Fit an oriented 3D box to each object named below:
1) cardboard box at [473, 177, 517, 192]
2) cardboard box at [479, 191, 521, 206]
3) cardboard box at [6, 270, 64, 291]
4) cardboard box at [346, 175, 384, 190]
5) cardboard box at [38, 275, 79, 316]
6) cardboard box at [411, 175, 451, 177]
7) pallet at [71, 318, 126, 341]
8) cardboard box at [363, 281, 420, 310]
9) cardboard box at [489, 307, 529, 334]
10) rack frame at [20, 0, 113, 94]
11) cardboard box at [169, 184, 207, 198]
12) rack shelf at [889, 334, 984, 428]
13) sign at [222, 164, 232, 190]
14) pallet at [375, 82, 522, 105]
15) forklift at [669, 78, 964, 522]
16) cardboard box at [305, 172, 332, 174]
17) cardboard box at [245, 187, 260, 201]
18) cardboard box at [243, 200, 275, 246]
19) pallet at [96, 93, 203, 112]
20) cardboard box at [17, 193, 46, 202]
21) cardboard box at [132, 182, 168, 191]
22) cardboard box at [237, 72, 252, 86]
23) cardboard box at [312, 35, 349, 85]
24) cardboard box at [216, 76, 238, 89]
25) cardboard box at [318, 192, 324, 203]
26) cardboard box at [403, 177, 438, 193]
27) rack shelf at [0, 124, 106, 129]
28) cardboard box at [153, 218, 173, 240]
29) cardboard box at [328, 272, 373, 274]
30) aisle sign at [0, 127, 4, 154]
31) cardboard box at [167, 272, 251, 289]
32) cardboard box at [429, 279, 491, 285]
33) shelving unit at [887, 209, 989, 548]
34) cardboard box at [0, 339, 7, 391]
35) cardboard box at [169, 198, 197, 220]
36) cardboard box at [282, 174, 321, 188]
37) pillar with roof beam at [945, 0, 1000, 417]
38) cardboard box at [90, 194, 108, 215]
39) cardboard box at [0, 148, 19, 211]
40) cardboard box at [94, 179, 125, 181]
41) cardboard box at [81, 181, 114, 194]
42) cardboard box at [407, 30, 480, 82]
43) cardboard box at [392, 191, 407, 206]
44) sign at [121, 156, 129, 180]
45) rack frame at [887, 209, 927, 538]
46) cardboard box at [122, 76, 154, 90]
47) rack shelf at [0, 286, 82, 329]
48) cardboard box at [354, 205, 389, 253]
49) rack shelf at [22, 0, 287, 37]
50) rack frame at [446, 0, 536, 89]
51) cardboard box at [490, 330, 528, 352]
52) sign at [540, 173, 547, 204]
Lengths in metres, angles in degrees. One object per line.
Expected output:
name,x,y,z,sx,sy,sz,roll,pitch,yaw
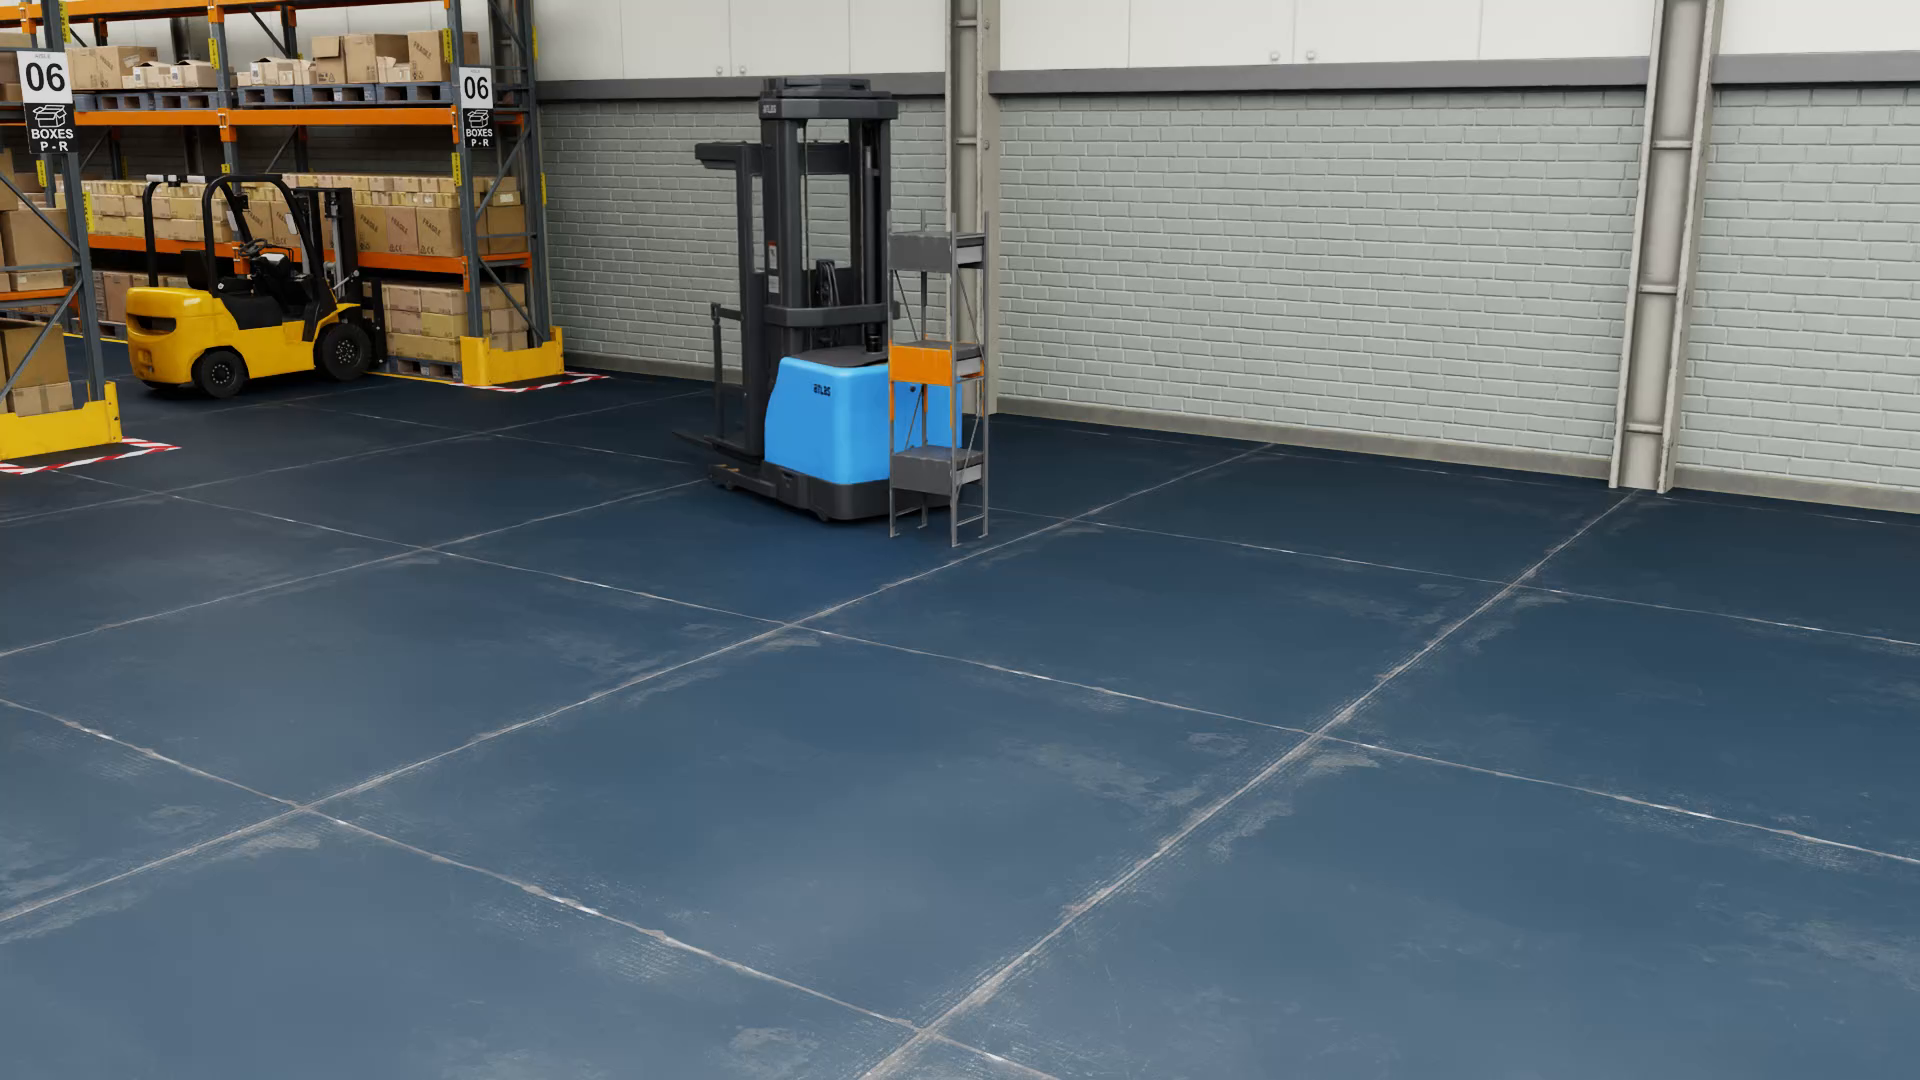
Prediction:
cardboard box,-4.950,-3.787,17.700,0.250,0.149,0.380,9,16,32
cardboard box,-4.927,-3.652,17.775,0.250,0.149,0.380,9,16,31
cardboard box,-7.724,-2.166,13.853,0.250,0.149,0.380,9,17,33
cardboard box,-6.481,-3.909,18.197,0.250,0.149,0.380,9,17,34
cardboard box,-11.899,-3.268,22.112,0.500,0.500,0.500,10,17,34
cardboard box,-5.805,-3.927,18.269,0.250,0.149,0.380,10,17,35
pallet,-10.767,-2.792,21.663,1.213,0.211,1.003,9,17,33
cardboard box,-6.198,-2.678,18.167,0.500,0.250,0.500,9,17,34
cardboard box,-5.065,-2.407,18.114,0.500,0.250,0.500,10,17,34
rack frame,-11.428,-7.176,21.085,0.127,3.000,1.000,9,17,33
cardboard box,-9.207,-4.176,19.891,0.250,0.149,0.380,9,16,31
rack shelf,-0.137,-1.028,10.664,0.480,0.518,0.431,9,17,33
sign,-8.404,-4.142,19.067,0.005,0.325,0.100,9,17,33
pallet,-5.363,-4.704,17.526,1.213,0.211,1.003,9,17,33
forklift,-1.224,-1.847,12.183,1.130,2.935,3.031,-9,17,-34
cardboard box,-7.491,-4.211,19.414,0.250,0.149,0.380,9,16,31
cardboard box,-7.992,-3.996,19.164,0.250,0.149,0.380,9,16,32
cardboard box,-7.887,-3.665,19.176,0.500,0.500,0.500,9,16,31
pallet,-9.886,-5.406,20.569,1.213,0.211,1.003,10,17,35
cardboard box,-12.485,-4.472,22.084,0.500,0.250,0.500,8,16,30
cardboard box,-9.982,-4.339,20.552,0.250,0.149,0.380,9,17,33
cardboard box,-7.907,-5.193,18.758,0.250,0.149,0.380,10,17,34
cardboard box,-6.552,-5.204,18.063,0.637,0.503,0.797,10,17,35
cardboard box,-8.704,-5.467,19.864,0.250,0.149,0.380,9,17,33
cardboard box,-6.946,-3.818,18.448,0.250,0.149,0.380,9,16,31
cardboard box,-5.659,-3.761,17.599,0.250,0.149,0.380,10,17,34
rack shelf,-13.088,-5.639,22.615,4.000,0.370,1.077,9,17,33
cardboard box,-9.489,-3.809,20.281,0.500,0.250,0.500,9,17,33
cardboard box,-7.164,-2.990,19.425,0.500,0.250,0.500,9,16,32
aisle sign,-7.668,-3.397,12.892,0.004,0.787,0.394,9,17,33
cardboard box,-9.188,-2.952,20.574,0.625,0.625,0.875,9,17,32
cardboard box,-5.500,-2.714,18.312,0.500,0.250,0.500,9,17,33
shelving unit,-0.137,-1.041,10.661,0.503,2.100,0.431,9,17,33
cardboard box,-8.368,-1.489,13.886,0.500,0.500,0.500,9,17,33
cardboard box,-9.090,-3.980,19.930,0.500,0.250,0.500,9,16,31
cardboard box,-7.370,-4.029,18.679,0.250,0.149,0.380,10,17,34
pillar with roof beam,-2.289,-4.713,11.136,0.400,9.000,9.100,9,17,33
cardboard box,-10.782,-4.258,21.054,0.500,0.250,0.500,10,17,35
cardboard box,-8.103,-2.904,13.405,0.500,0.500,0.700,9,16,31
cardboard box,-11.046,-4.624,21.703,0.250,0.149,0.380,10,17,35
cardboard box,-10.879,-4.461,21.044,0.250,0.149,0.380,10,17,34
cardboard box,-5.294,-4.959,17.080,0.500,0.500,0.500,10,17,35
cardboard box,-5.843,-3.656,17.792,0.250,0.149,0.380,9,17,32
sign,-11.121,-4.937,22.115,0.005,0.325,0.100,9,17,33
rack frame,-0.340,-1.074,10.793,0.015,2.100,0.400,9,17,33
cardboard box,-9.831,-5.504,20.015,0.250,0.149,0.380,9,16,32
rack shelf,-9.217,-2.120,14.642,4.000,0.370,1.077,9,17,33
cardboard box,-6.196,-3.393,18.081,0.500,0.500,0.500,9,16,32
rack shelf,-9.769,-6.365,20.136,4.000,0.370,1.077,9,17,33
rack frame,-4.790,-6.103,16.751,0.127,3.000,1.000,9,17,33
cardboard box,-5.089,-2.165,18.175,0.500,0.250,0.500,9,17,33
sign,-4.476,-3.760,17.802,0.005,0.325,0.100,9,17,33
